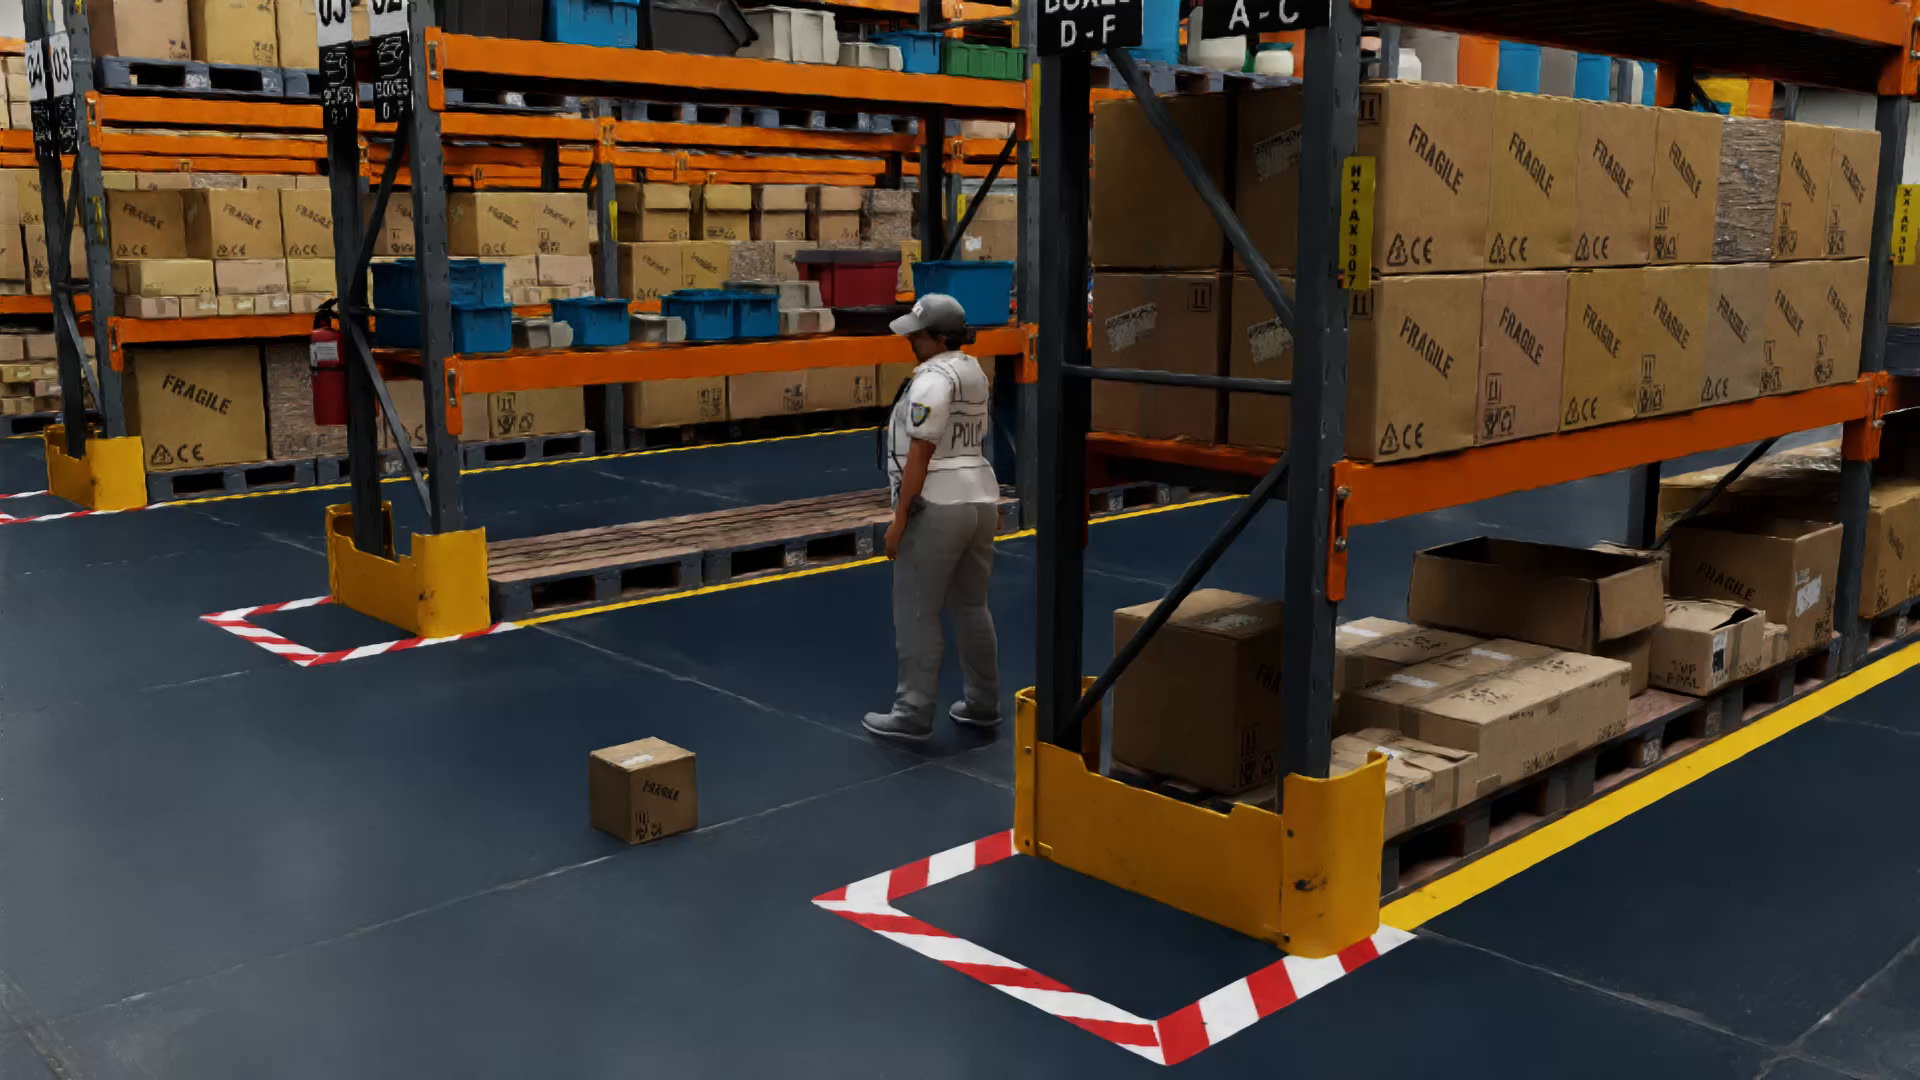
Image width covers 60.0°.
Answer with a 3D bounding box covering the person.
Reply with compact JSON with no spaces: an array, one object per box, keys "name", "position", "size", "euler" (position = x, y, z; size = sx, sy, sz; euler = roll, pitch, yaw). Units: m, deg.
[{"name":"person","position":[-0.088,-0.083,6.239],"size":[0.470,1.672,0.562],"euler":[5,12,26]}]
